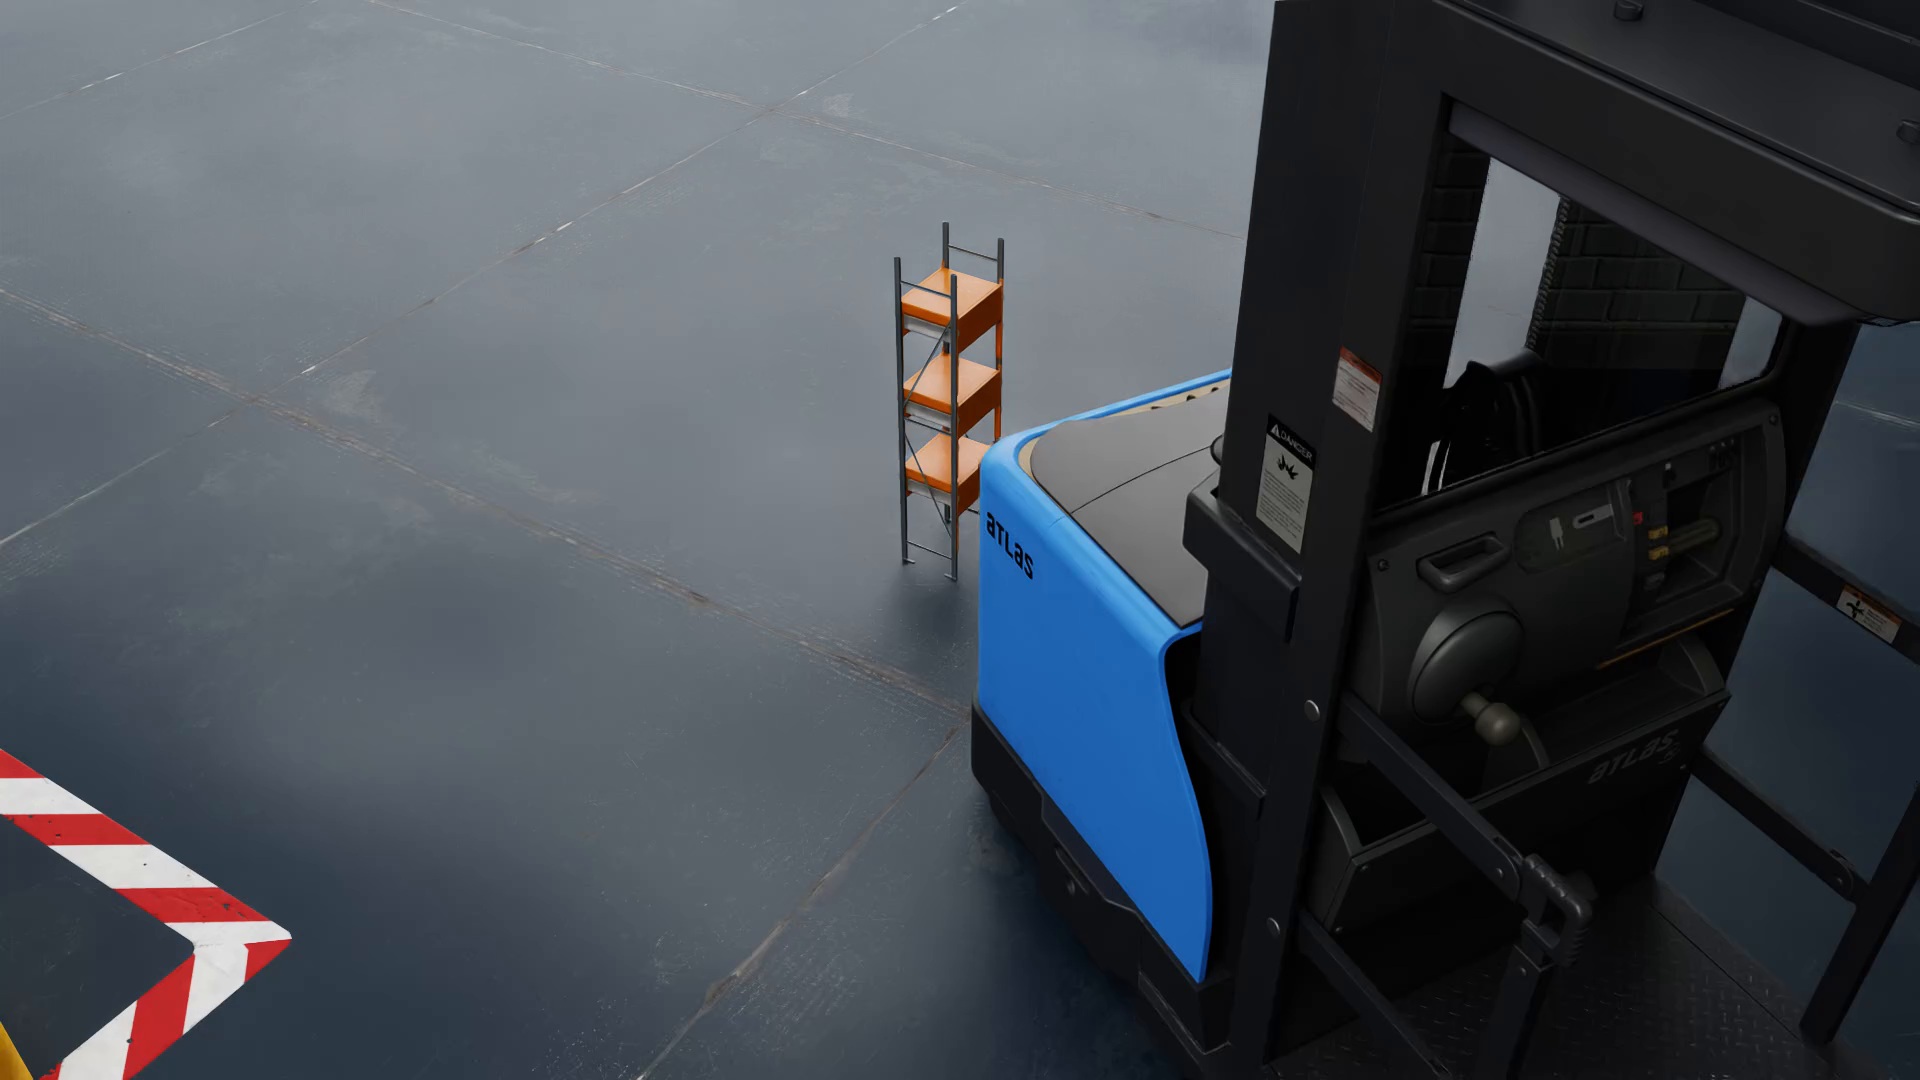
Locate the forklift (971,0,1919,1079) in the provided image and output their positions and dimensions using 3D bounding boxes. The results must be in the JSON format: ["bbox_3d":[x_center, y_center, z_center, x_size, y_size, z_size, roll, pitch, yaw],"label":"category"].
[{"bbox_3d":[1.169,0.123,2.690,1.130,2.935,3.031,-18,41,-22],"label":"forklift"}]

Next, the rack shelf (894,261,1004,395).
[{"bbox_3d":[-0.029,-0.605,4.727,0.215,0.259,0.240,21,42,25],"label":"rack shelf"}]

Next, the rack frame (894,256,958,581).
[{"bbox_3d":[-0.094,-0.325,4.812,0.200,1.050,0.008,21,42,25],"label":"rack frame"}]

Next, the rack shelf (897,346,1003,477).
[{"bbox_3d":[-0.029,-0.380,4.900,0.215,0.259,0.240,21,42,25],"label":"rack shelf"}]

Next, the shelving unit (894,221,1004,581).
[{"bbox_3d":[-0.029,-0.388,4.894,0.215,1.050,0.252,21,42,25],"label":"shelving unit"}]

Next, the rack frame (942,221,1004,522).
[{"bbox_3d":[0.037,-0.451,4.975,0.200,1.050,0.008,21,42,25],"label":"rack frame"}]

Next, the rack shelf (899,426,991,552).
[{"bbox_3d":[-0.029,-0.160,5.070,0.215,0.259,0.240,21,42,25],"label":"rack shelf"}]
